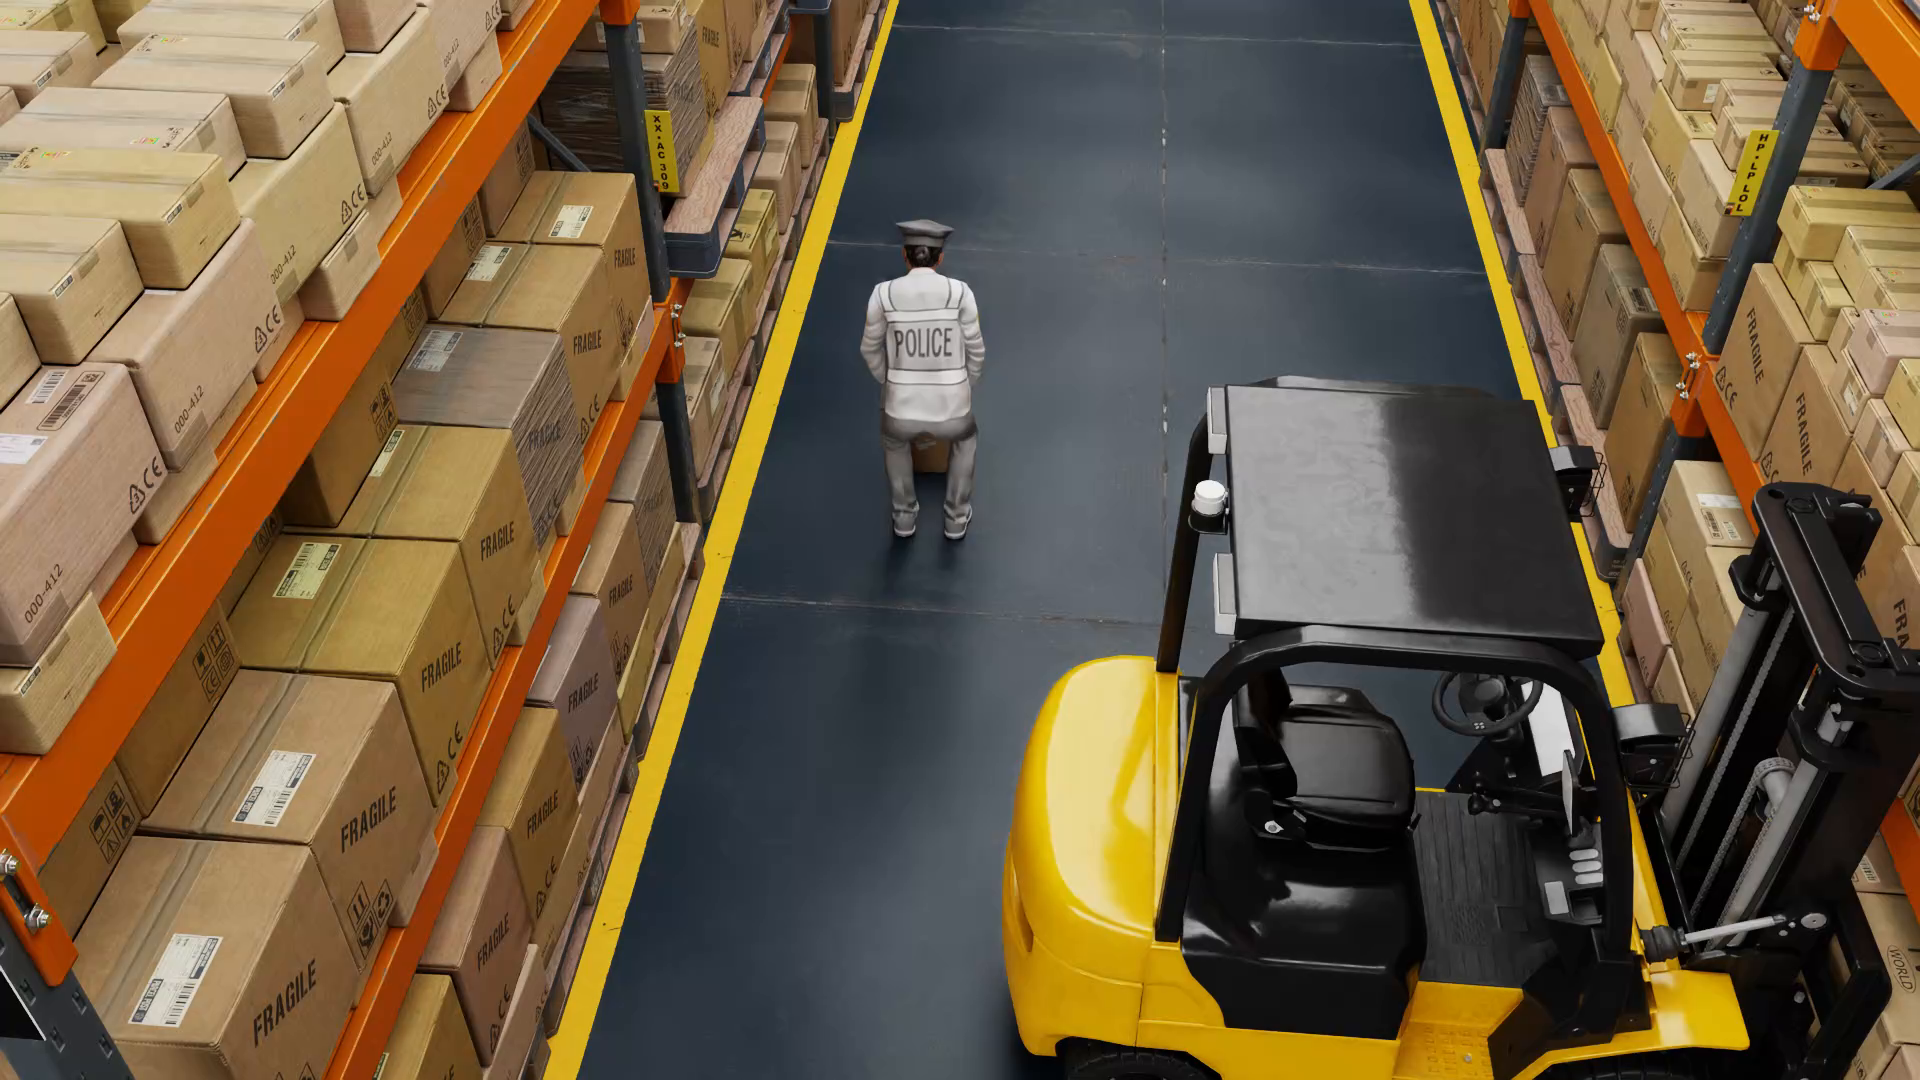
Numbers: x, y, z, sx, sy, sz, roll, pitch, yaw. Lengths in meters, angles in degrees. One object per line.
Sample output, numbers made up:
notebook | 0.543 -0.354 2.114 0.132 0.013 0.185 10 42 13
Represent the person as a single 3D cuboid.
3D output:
person | -0.163 -0.660 7.144 0.535 1.403 0.692 3 40 3
